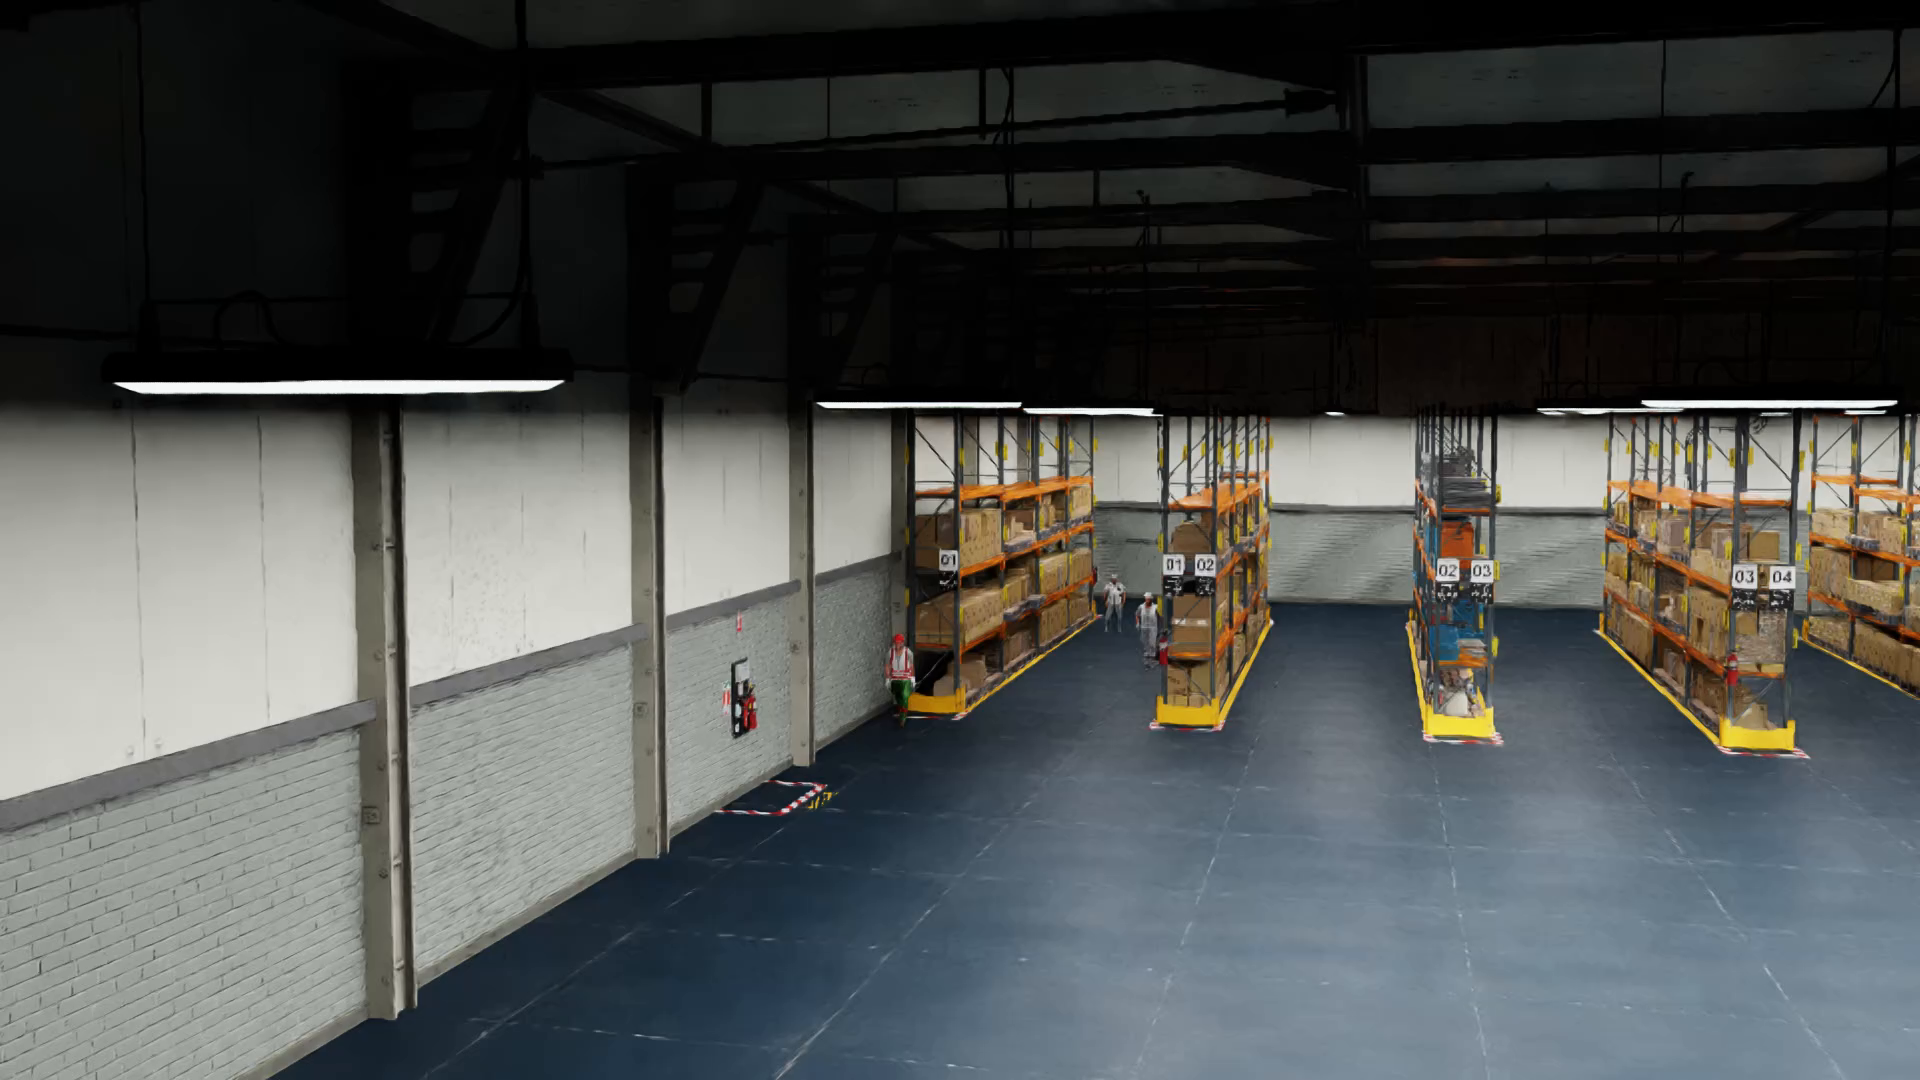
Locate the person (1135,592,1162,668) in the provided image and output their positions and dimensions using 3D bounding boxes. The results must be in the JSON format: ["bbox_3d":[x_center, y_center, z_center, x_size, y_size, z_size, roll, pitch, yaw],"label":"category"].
[{"bbox_3d":[4.379,2.064,38.343,0.713,1.749,0.686,1,4,18],"label":"person"}]

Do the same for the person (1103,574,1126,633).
[{"bbox_3d":[4.134,1.693,44.460,0.625,1.607,0.576,1,4,11],"label":"person"}]

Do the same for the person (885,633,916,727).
[{"bbox_3d":[-1.135,2.587,31.055,0.557,1.705,1.116,1,4,12],"label":"person"}]
